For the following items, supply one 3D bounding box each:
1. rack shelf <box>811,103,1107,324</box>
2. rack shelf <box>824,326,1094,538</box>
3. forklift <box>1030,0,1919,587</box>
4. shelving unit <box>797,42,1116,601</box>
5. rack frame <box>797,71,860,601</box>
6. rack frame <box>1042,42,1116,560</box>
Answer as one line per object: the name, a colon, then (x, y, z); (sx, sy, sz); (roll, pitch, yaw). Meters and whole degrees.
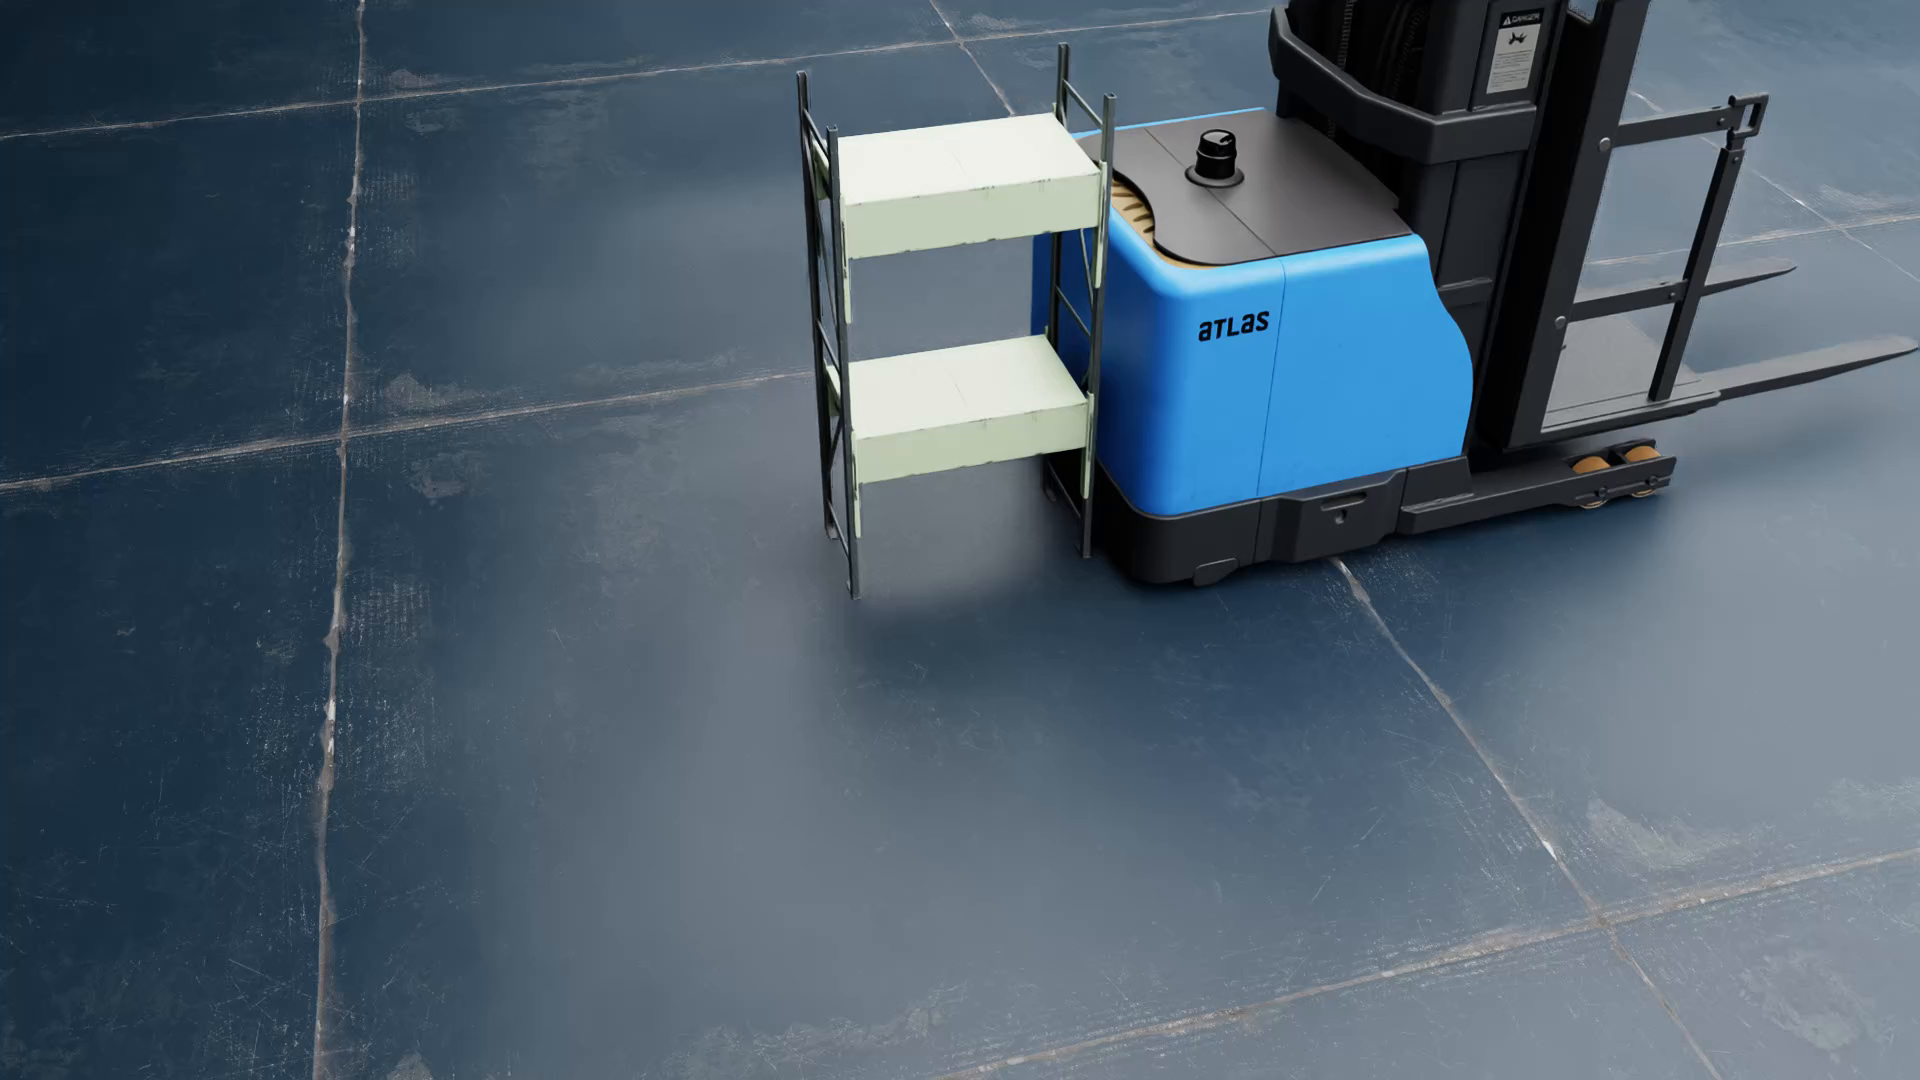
rack shelf: (-0.015, -0.902, 4.552); (0.720, 0.370, 0.431); (-10, 38, -13)
rack shelf: (-0.015, -0.332, 4.986); (0.720, 0.370, 0.431); (-10, 38, -13)
forklift: (1.792, -1.558, 4.874); (3.031, 2.935, 1.130); (-12, 39, -15)
shelving unit: (-0.015, -0.592, 4.788); (0.755, 1.500, 0.431); (-10, 38, -13)
rack frame: (-0.367, -0.530, 4.708); (0.023, 1.500, 0.400); (-10, 38, -13)
rack frame: (0.336, -0.653, 4.869); (0.023, 1.500, 0.400); (-10, 38, -13)
